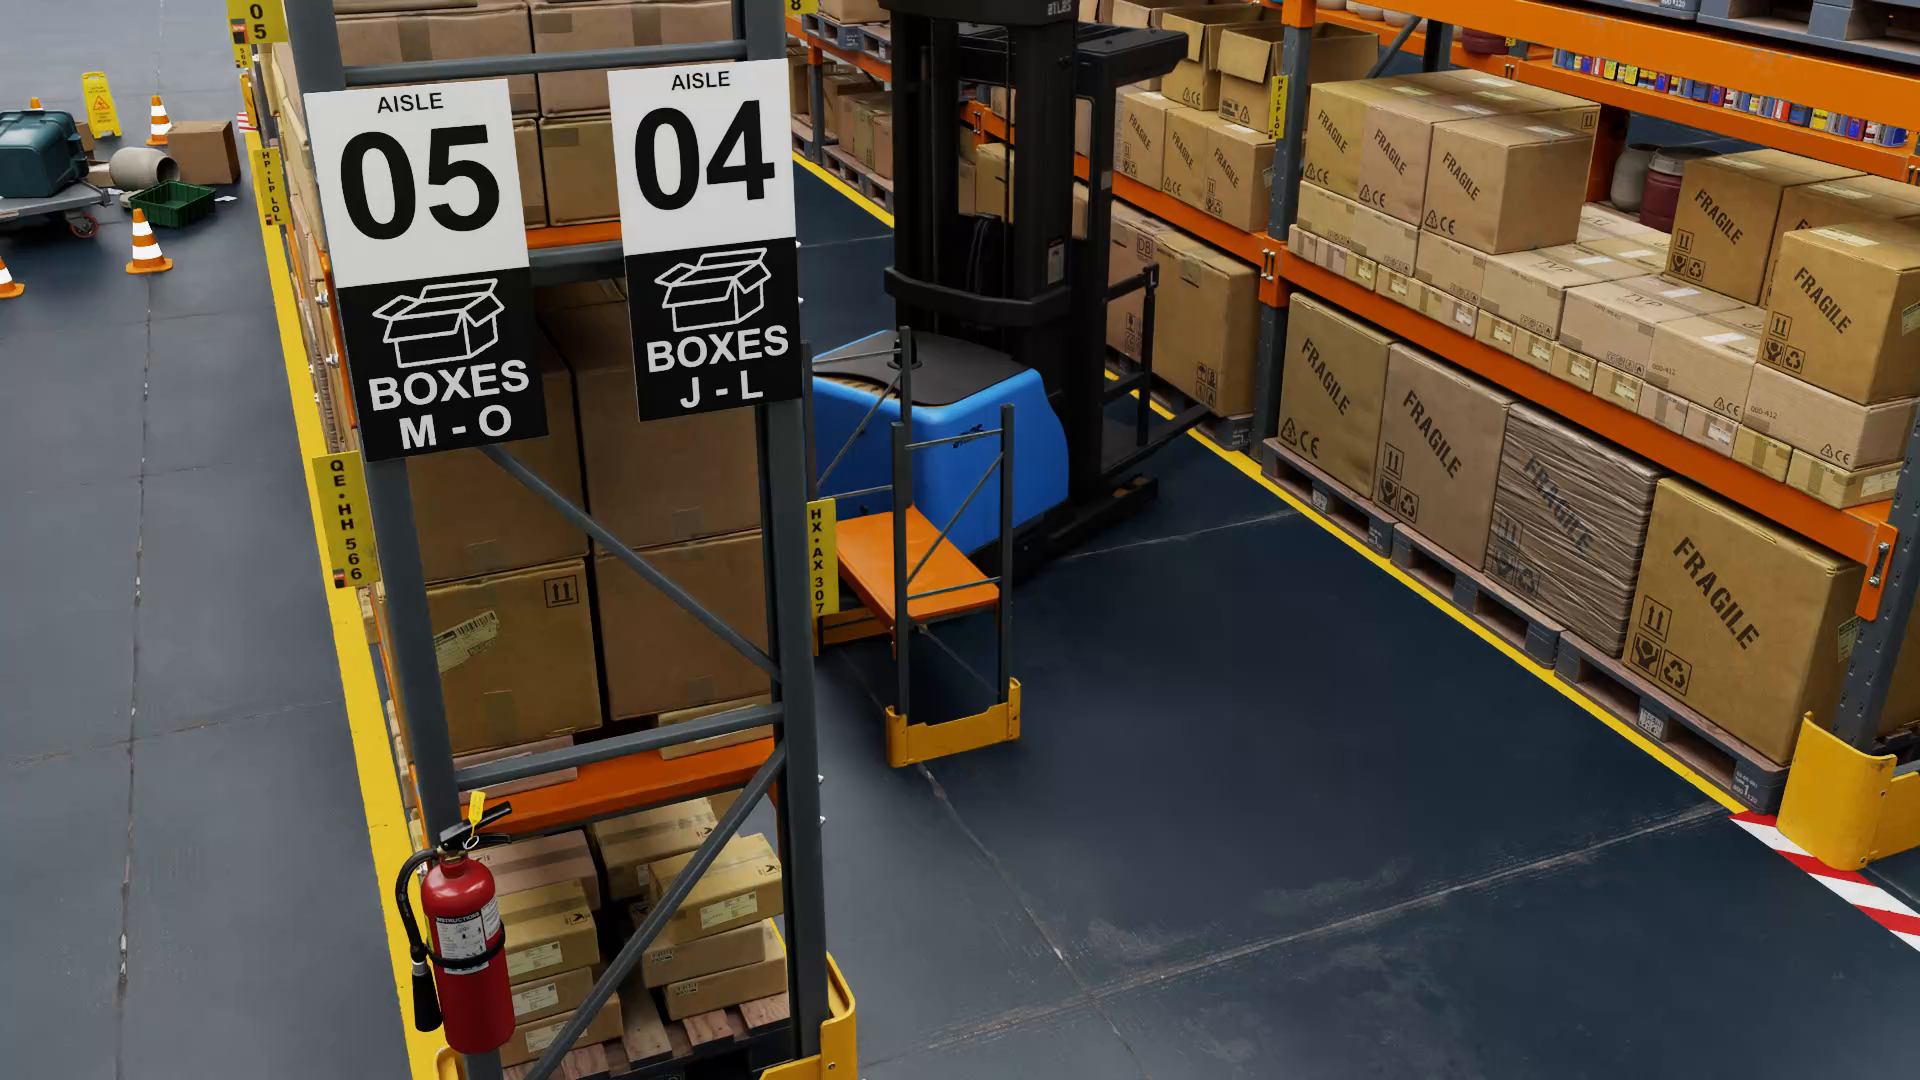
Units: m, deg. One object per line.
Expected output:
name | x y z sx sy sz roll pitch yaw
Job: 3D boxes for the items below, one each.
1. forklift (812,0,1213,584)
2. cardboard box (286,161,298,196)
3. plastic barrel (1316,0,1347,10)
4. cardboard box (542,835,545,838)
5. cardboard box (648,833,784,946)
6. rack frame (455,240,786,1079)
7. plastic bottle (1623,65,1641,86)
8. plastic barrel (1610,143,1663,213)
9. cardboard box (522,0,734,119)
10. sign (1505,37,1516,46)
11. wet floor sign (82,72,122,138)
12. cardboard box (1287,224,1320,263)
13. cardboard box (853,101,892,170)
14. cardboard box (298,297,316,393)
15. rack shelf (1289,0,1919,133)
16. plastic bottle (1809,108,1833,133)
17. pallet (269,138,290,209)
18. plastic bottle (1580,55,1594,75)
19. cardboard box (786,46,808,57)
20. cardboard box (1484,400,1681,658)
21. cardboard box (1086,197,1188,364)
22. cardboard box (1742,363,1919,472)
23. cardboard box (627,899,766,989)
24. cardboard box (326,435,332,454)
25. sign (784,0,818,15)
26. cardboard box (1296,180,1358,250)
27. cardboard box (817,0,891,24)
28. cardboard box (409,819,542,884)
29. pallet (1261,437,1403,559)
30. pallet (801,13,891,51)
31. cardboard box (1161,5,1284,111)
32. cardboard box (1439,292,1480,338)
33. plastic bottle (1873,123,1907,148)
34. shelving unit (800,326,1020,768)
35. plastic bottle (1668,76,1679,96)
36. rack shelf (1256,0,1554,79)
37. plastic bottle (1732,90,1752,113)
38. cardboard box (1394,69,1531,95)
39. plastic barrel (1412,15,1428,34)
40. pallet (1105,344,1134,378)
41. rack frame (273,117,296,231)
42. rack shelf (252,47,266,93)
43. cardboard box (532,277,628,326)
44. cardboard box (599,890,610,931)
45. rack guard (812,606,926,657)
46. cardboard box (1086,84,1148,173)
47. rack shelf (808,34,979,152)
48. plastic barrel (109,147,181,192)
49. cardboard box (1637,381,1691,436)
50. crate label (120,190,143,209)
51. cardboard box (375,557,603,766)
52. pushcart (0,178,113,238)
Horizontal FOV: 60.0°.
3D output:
forklift | 0.432 -1.549 8.581 1.130 2.935 3.031 19 32 34
cardboard box | -2.088 -1.071 5.933 0.500 0.500 0.500 -10 28 -20
plastic barrel | 3.774 -5.612 16.671 0.433 0.535 0.433 0 26 0
cardboard box | -1.535 1.117 5.475 0.380 0.149 0.250 -12 28 -23
cardboard box | -0.753 1.087 5.197 0.380 0.149 0.250 -12 28 -23
rack frame | -0.857 0.531 4.243 0.949 2.616 0.053 -11 28 -21
plastic bottle | 5.322 -3.736 13.115 0.061 0.283 0.133 -11 28 -21
plastic barrel | 5.678 -3.024 13.881 0.421 0.512 0.421 0 26 0
cardboard box | -0.797 -1.199 3.970 0.500 0.250 0.500 -10 28 -20
sign | 4.664 -4.336 14.026 0.100 0.325 0.005 -11 28 -21
wet floor sign | -8.959 -4.541 17.315 0.267 0.644 0.232 -16 30 -29
cardboard box | 1.986 -1.605 8.905 0.380 0.149 0.250 -11 28 -20
cardboard box | -0.566 -3.751 15.361 0.700 0.500 0.500 -11 28 -21
cardboard box | -3.751 -1.231 10.224 0.500 0.500 0.500 -10 28 -20
rack shelf | 2.960 -2.112 7.057 1.077 0.370 4.000 -11 28 -21
plastic bottle | 6.073 -3.038 11.610 0.144 0.351 0.185 -11 28 -21
pallet | -3.616 -2.342 10.347 1.213 0.211 1.003 -11 28 -21
plastic bottle | 5.126 -3.937 13.528 0.061 0.283 0.133 -11 28 -21
cardboard box | -1.800 -5.058 18.061 0.500 0.500 0.500 -8 27 -16
cardboard box | 3.063 -0.126 7.531 0.875 0.875 0.875 -11 28 -21
cardboard box | 1.557 -1.744 10.846 1.225 0.875 0.875 -12 28 -22
cardboard box | 3.309 -0.496 6.179 0.500 0.250 0.500 -11 28 -21
cardboard box | -0.829 1.235 5.234 0.380 0.149 0.250 -9 28 -18
cardboard box | -2.948 -0.404 8.529 0.500 0.500 0.500 -11 28 -22
sign | -0.361 -1.302 3.583 0.100 0.325 0.005 -11 28 -21
cardboard box | 2.120 -1.726 8.698 0.500 0.250 0.500 -11 28 -22
cardboard box | -0.774 -5.237 14.896 1.000 1.000 1.000 -10 28 -20
cardboard box | -1.565 0.993 5.391 0.380 0.149 0.250 -11 28 -22
pallet | 2.402 -0.321 9.167 1.003 0.211 1.213 -11 28 -21
pallet | -0.791 -4.704 15.185 1.003 0.211 1.213 -11 28 -21
cardboard box | 1.661 -2.926 10.066 0.797 0.503 0.637 -10 28 -20
cardboard box | 2.495 -1.082 7.833 0.380 0.149 0.250 -10 28 -20
plastic bottle | 6.282 -2.793 11.193 0.152 0.276 0.135 -11 28 -21
shelving unit | -0.233 -0.002 7.045 0.587 1.500 1.083 -11 28 -22
plastic bottle | 5.512 -3.554 12.758 0.097 0.271 0.097 0 26 0
rack shelf | 4.384 -4.844 16.073 1.077 0.370 4.000 -11 28 -21
plastic bottle | 5.798 -3.292 12.216 0.152 0.276 0.135 -11 28 -21
cardboard box | 2.603 -2.158 8.728 0.500 0.500 0.500 -10 28 -19
plastic barrel | 4.403 -4.959 15.361 0.421 0.512 0.421 0 26 0
pallet | 1.324 -1.433 11.445 1.003 0.211 1.213 -11 28 -21
rack frame | -2.427 -1.083 7.549 1.000 3.000 0.127 -11 28 -21
rack shelf | -3.210 -2.915 8.703 1.077 0.370 4.000 -11 28 -21
cardboard box | -0.995 -0.526 4.815 0.500 0.500 0.500 -10 28 -19
cardboard box | -1.052 1.167 5.712 0.380 0.149 0.250 -10 28 -20
rack guard | -0.440 0.361 7.726 0.587 0.250 0.087 -11 28 -22
cardboard box | 1.152 -2.695 10.737 0.500 0.500 0.500 -10 28 -20
rack shelf | -0.173 -3.993 14.330 1.077 0.370 4.000 -11 28 -21
plastic barrel | -7.415 -3.349 15.127 0.512 0.421 0.421 8 27 15
cardboard box | 3.003 -0.561 6.767 0.380 0.149 0.250 -10 28 -20
crate label | -7.296 -3.021 14.781 0.250 0.136 0.298 13 29 24
cardboard box | -1.273 0.216 4.436 0.500 0.500 0.500 -10 28 -20
pushcart | -7.996 -2.655 13.757 1.648 0.377 0.936 -22 34 -38
